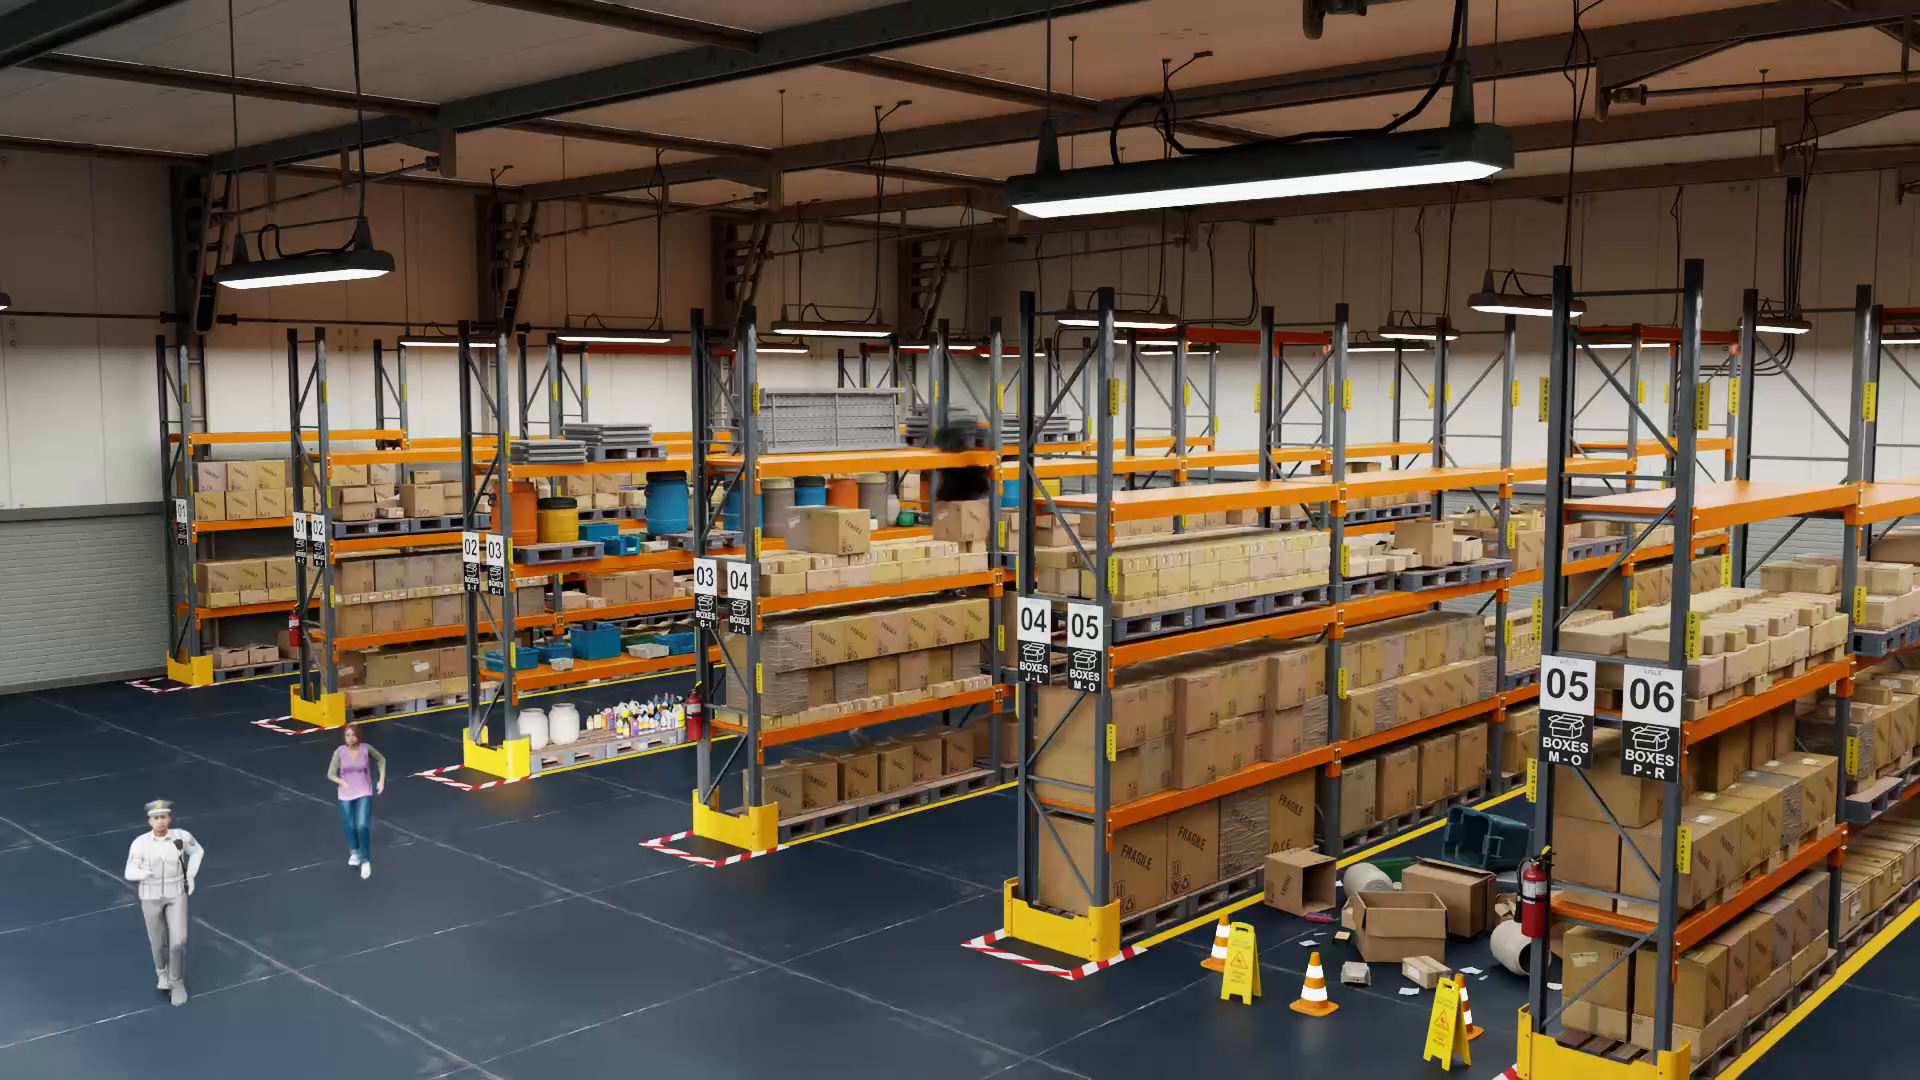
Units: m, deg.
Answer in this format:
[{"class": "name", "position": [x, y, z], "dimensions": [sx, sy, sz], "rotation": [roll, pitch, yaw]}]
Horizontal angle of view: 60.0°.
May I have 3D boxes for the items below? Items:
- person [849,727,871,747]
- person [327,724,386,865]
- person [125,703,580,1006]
[{"class": "person", "position": [-1.326, 2.269, 22.326], "dimensions": [0.348, 1.658, 0.591], "rotation": [5, 7, 44]}, {"class": "person", "position": [3.525, 1.311, 21.468], "dimensions": [21.599, 3.427, 4.351], "rotation": [-1, 6, -13]}, {"class": "person", "position": [-6.091, 2.716, 18.511], "dimensions": [5.237, 1.480, 8.458], "rotation": [-2, 6, -23]}]
